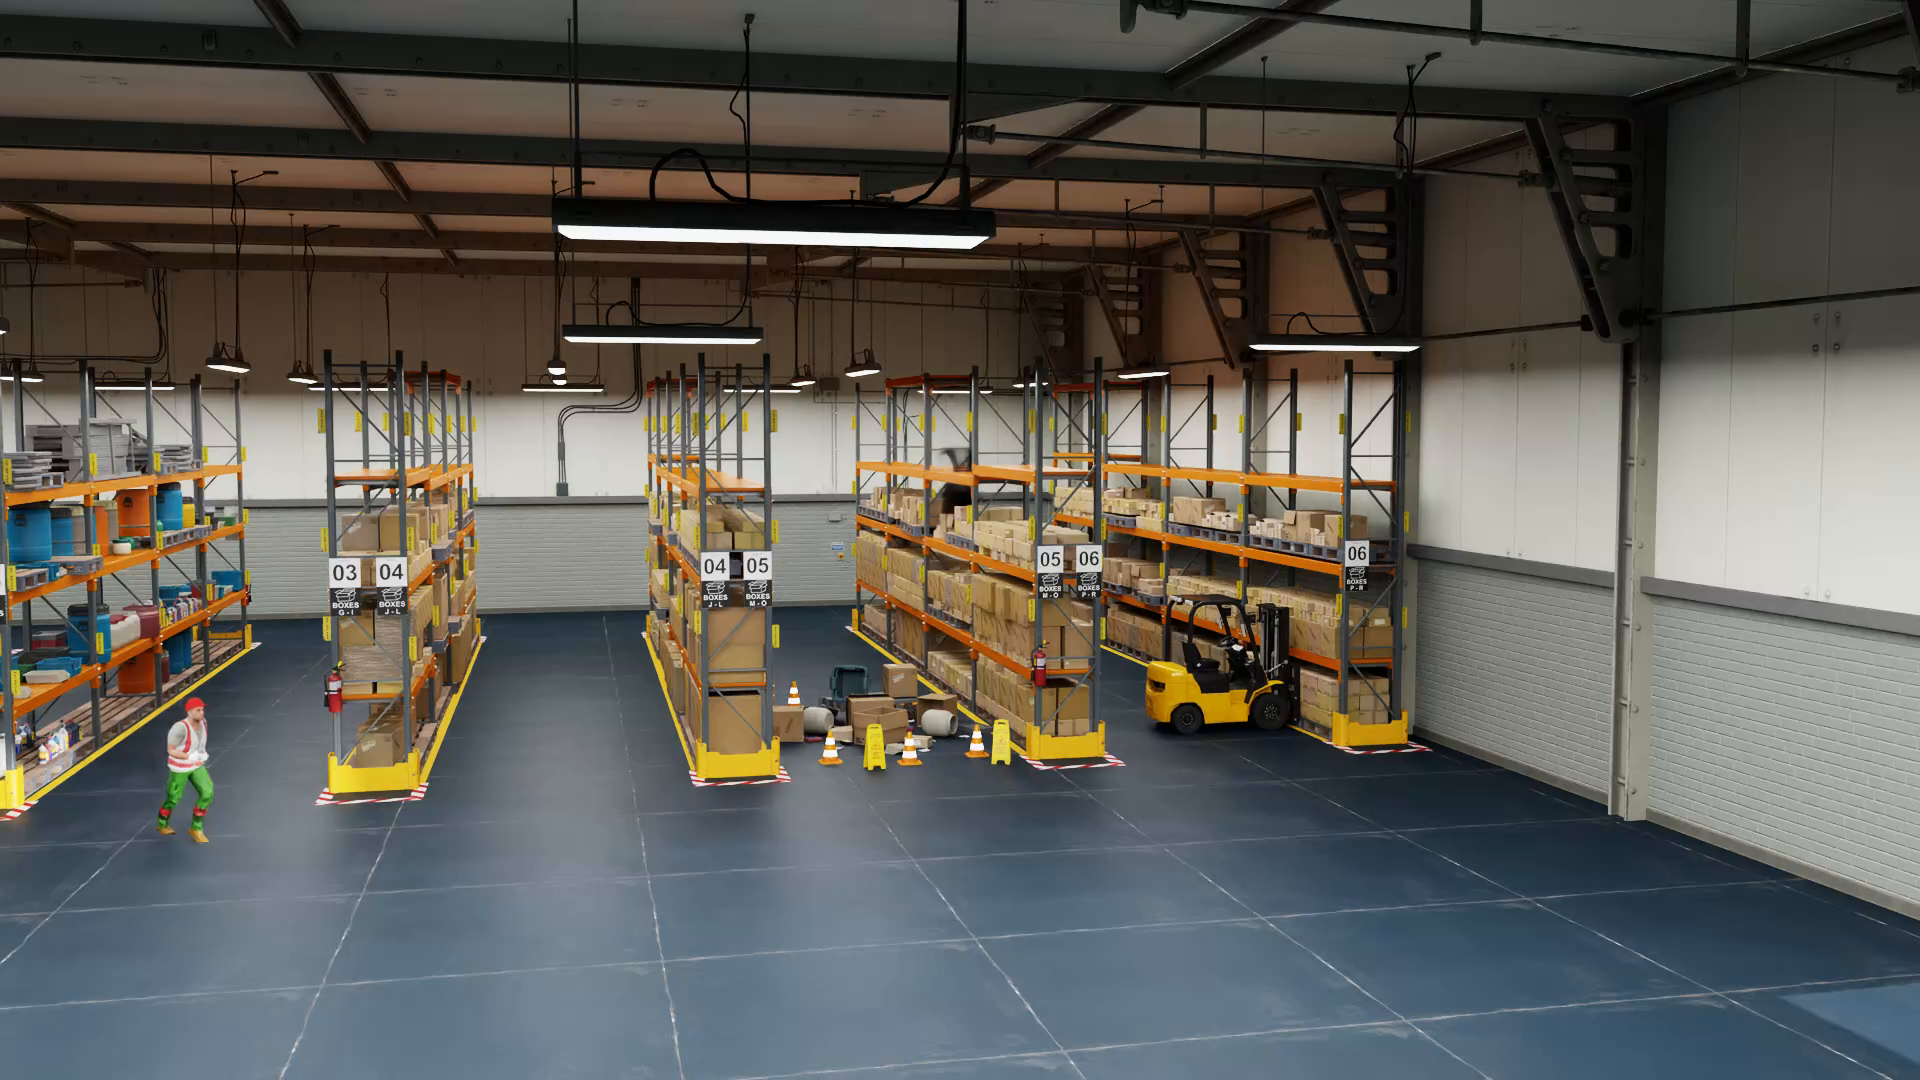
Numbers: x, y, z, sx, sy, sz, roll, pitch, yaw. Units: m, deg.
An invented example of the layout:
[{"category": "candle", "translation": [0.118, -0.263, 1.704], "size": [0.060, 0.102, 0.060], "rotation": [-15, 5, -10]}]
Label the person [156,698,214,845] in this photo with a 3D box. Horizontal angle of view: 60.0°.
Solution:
[{"category": "person", "translation": [-9.300, 2.755, 19.927], "size": [0.923, 1.775, 0.672], "rotation": [2, 4, 26]}]
